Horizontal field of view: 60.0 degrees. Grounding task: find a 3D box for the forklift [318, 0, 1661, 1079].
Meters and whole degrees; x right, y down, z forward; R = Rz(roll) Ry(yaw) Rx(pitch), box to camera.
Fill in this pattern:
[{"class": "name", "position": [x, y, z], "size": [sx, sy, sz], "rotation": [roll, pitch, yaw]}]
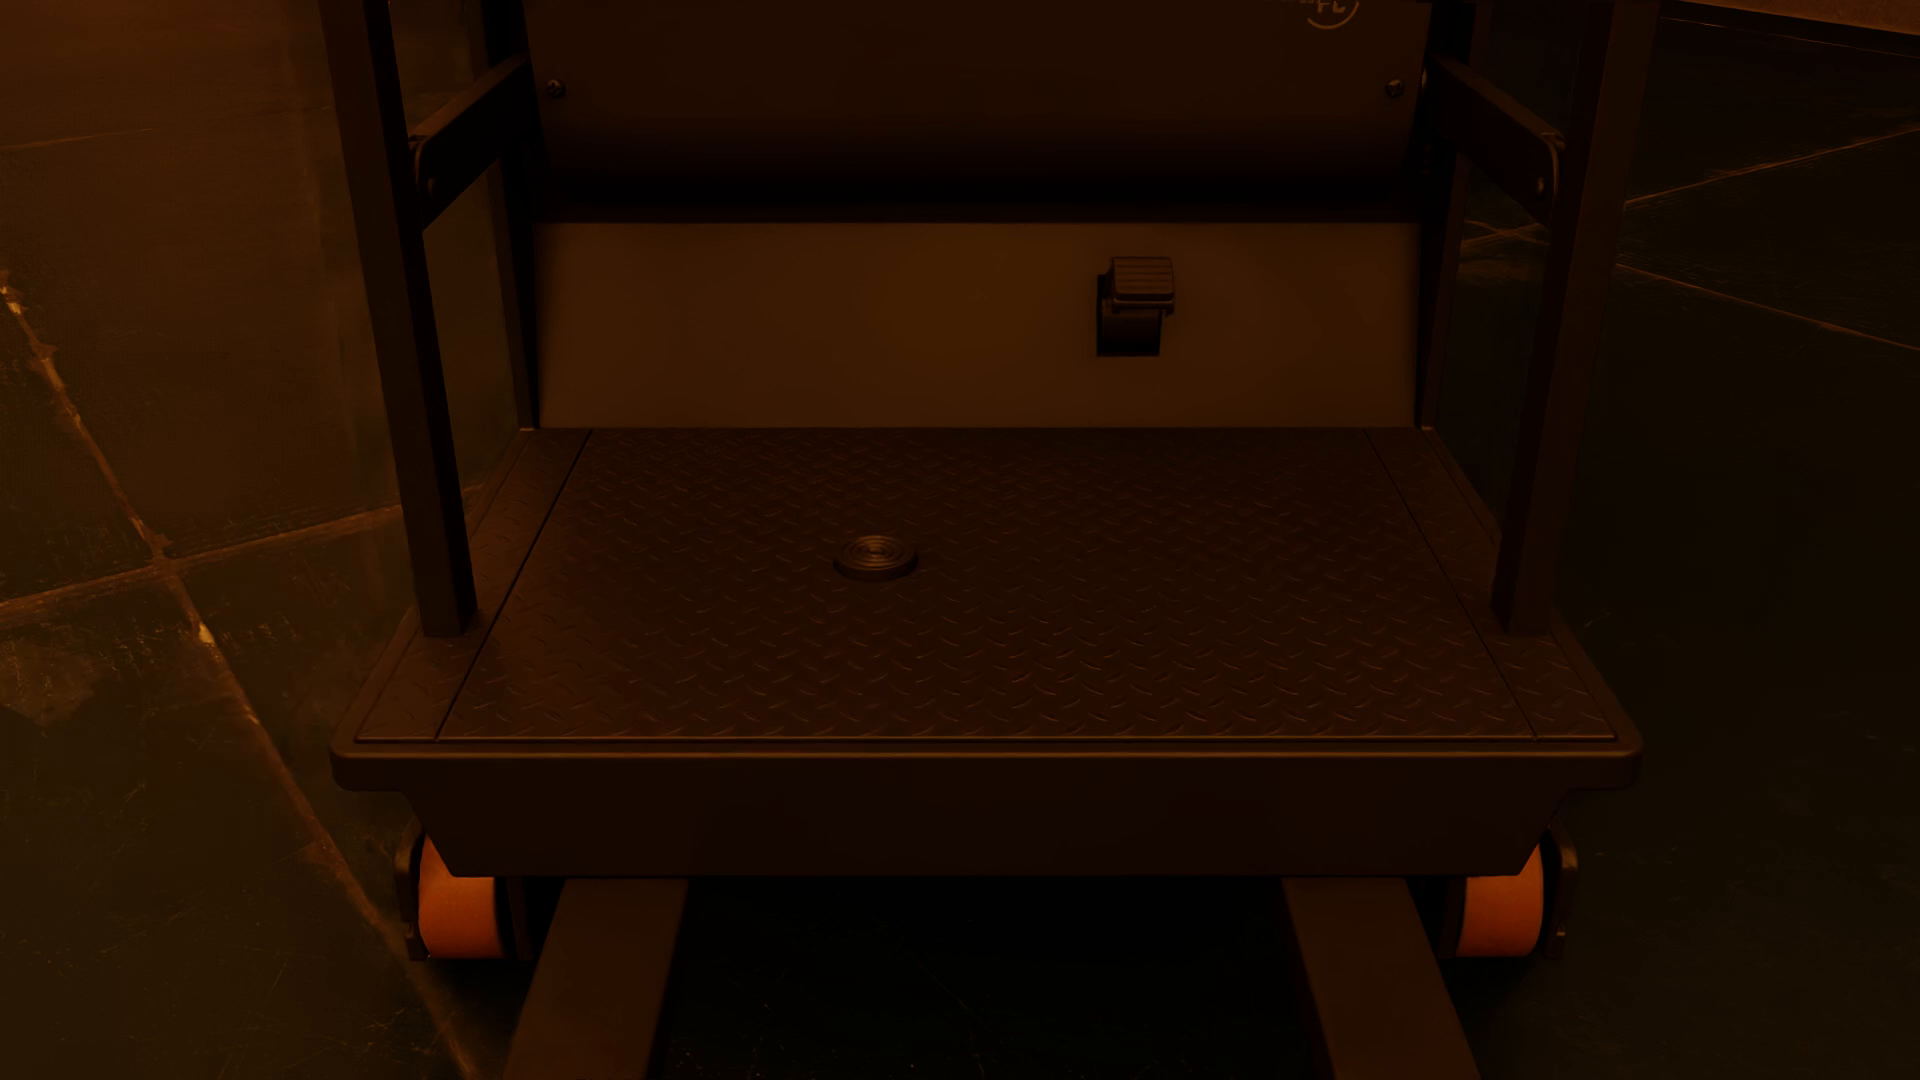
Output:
[{"class": "forklift", "position": [0.021, -1.029, 1.283], "size": [1.130, 2.935, 3.031], "rotation": [0, 27, 0]}]
